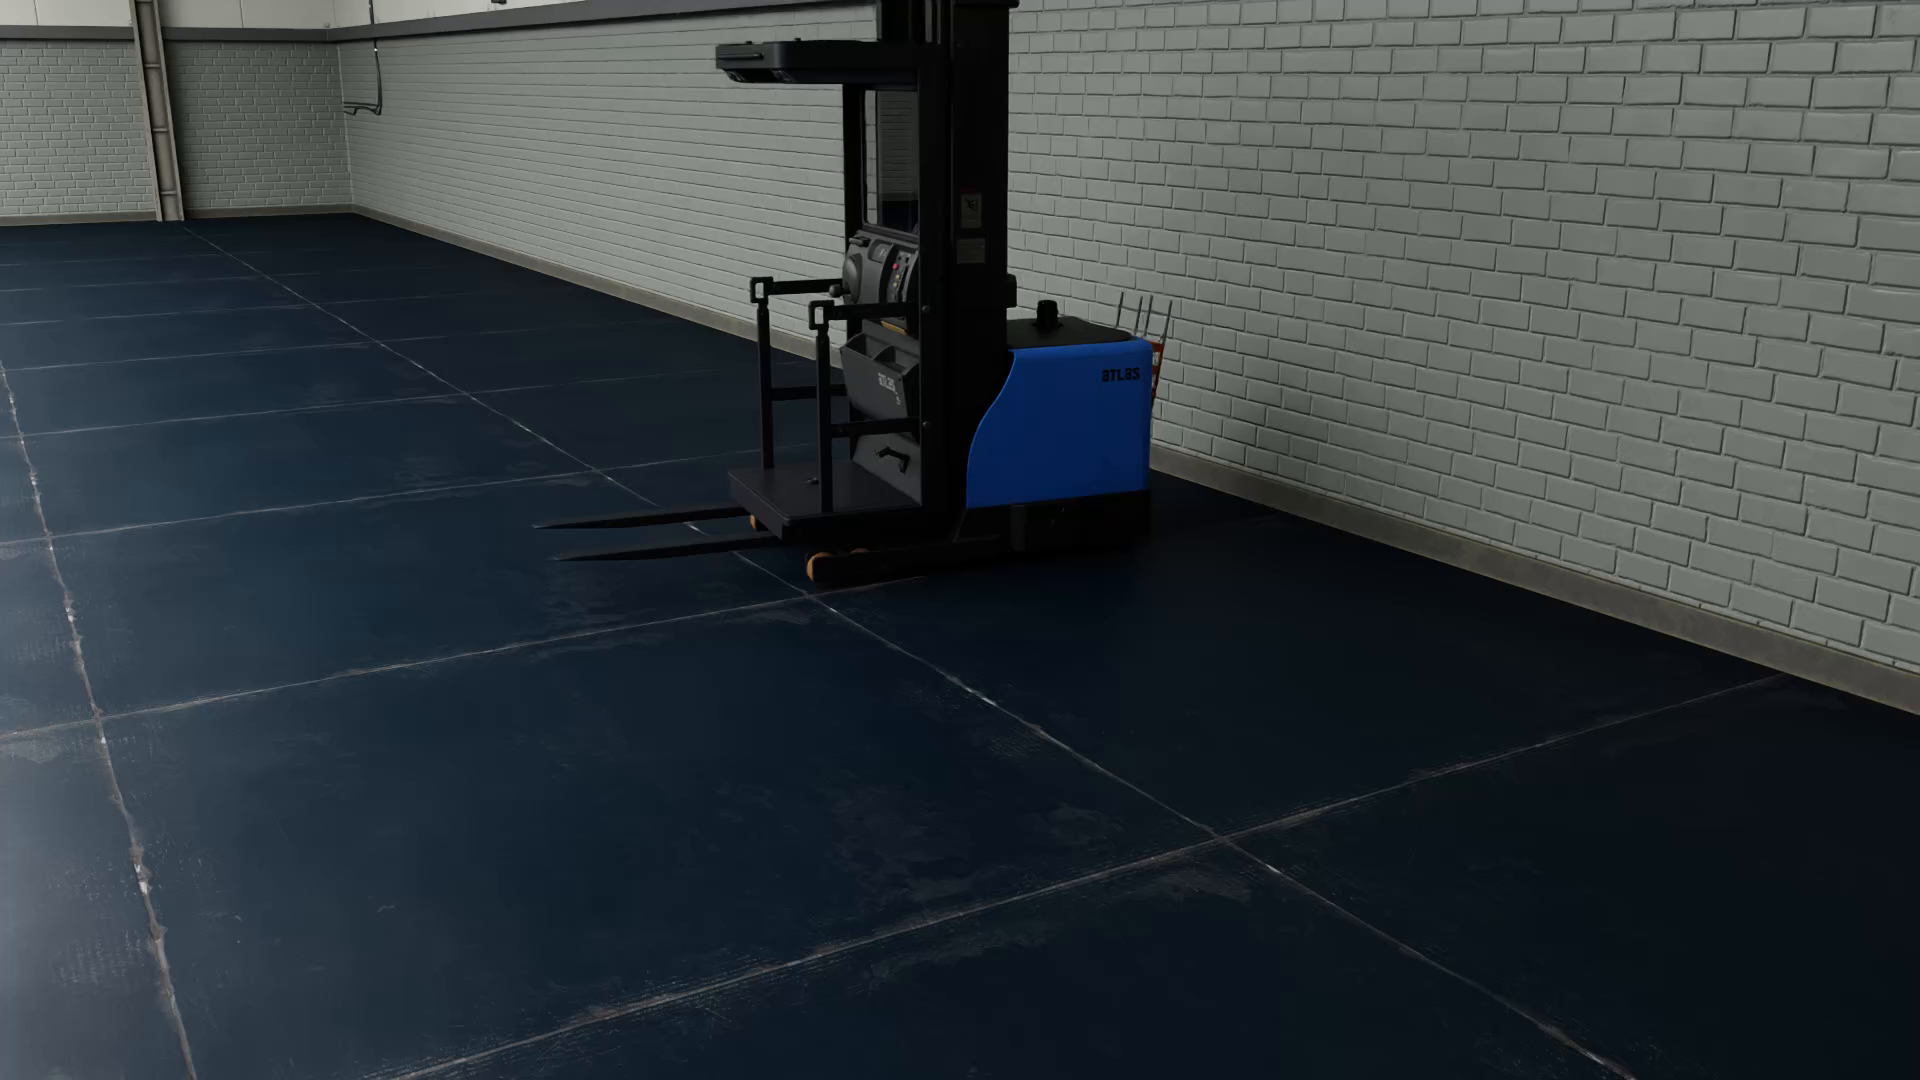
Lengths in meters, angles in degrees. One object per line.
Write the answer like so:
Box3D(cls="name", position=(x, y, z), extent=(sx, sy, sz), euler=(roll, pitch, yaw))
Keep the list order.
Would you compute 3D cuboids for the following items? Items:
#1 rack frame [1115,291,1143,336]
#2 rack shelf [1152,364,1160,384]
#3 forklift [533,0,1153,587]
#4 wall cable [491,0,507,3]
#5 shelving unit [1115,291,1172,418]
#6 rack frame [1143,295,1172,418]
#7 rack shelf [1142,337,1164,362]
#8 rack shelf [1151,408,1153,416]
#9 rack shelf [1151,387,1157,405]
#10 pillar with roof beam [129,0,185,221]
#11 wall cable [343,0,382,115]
Box3D(cls="rack frame", position=(0.840, -0.753, 9.127), extent=(0.006, 1.200, 0.240), euler=(4, 13, -23))
Box3D(cls="rack shelf", position=(0.954, -0.937, 9.123), extent=(0.180, 0.103, 0.258), euler=(4, 13, -23))
Box3D(cls="forklift", position=(-0.579, -1.347, 8.122), extent=(3.031, 2.935, 1.130), euler=(-6, 17, -22))
Box3D(cls="wall cable", position=(-5.151, -9.238, 18.733), extent=(0.169, 6.003, 2.305), euler=(-9, 18, -30))
Box3D(cls="shelving unit", position=(0.924, -0.748, 9.164), extent=(0.189, 1.200, 0.258), euler=(4, 13, -23))
Box3D(cls="rack frame", position=(1.008, -0.742, 9.200), extent=(0.006, 1.200, 0.240), euler=(4, 13, -23))
Box3D(cls="rack shelf", position=(0.973, -1.053, 9.098), extent=(0.180, 0.103, 0.258), euler=(4, 13, -23))
Box3D(cls="rack shelf", position=(0.917, -0.705, 9.173), extent=(0.180, 0.103, 0.258), euler=(4, 13, -23))
Box3D(cls="rack shelf", position=(0.936, -0.821, 9.148), extent=(0.180, 0.103, 0.258), euler=(4, 13, -23))
Box3D(cls="pillar with roof beam", position=(-11.015, -8.700, 23.112), extent=(0.400, 9.000, 9.100), euler=(-9, 18, -30))
Box3D(cls="wall cable", position=(-10.026, -8.304, 27.454), extent=(0.112, 2.526, 3.097), euler=(-9, 18, -30))
